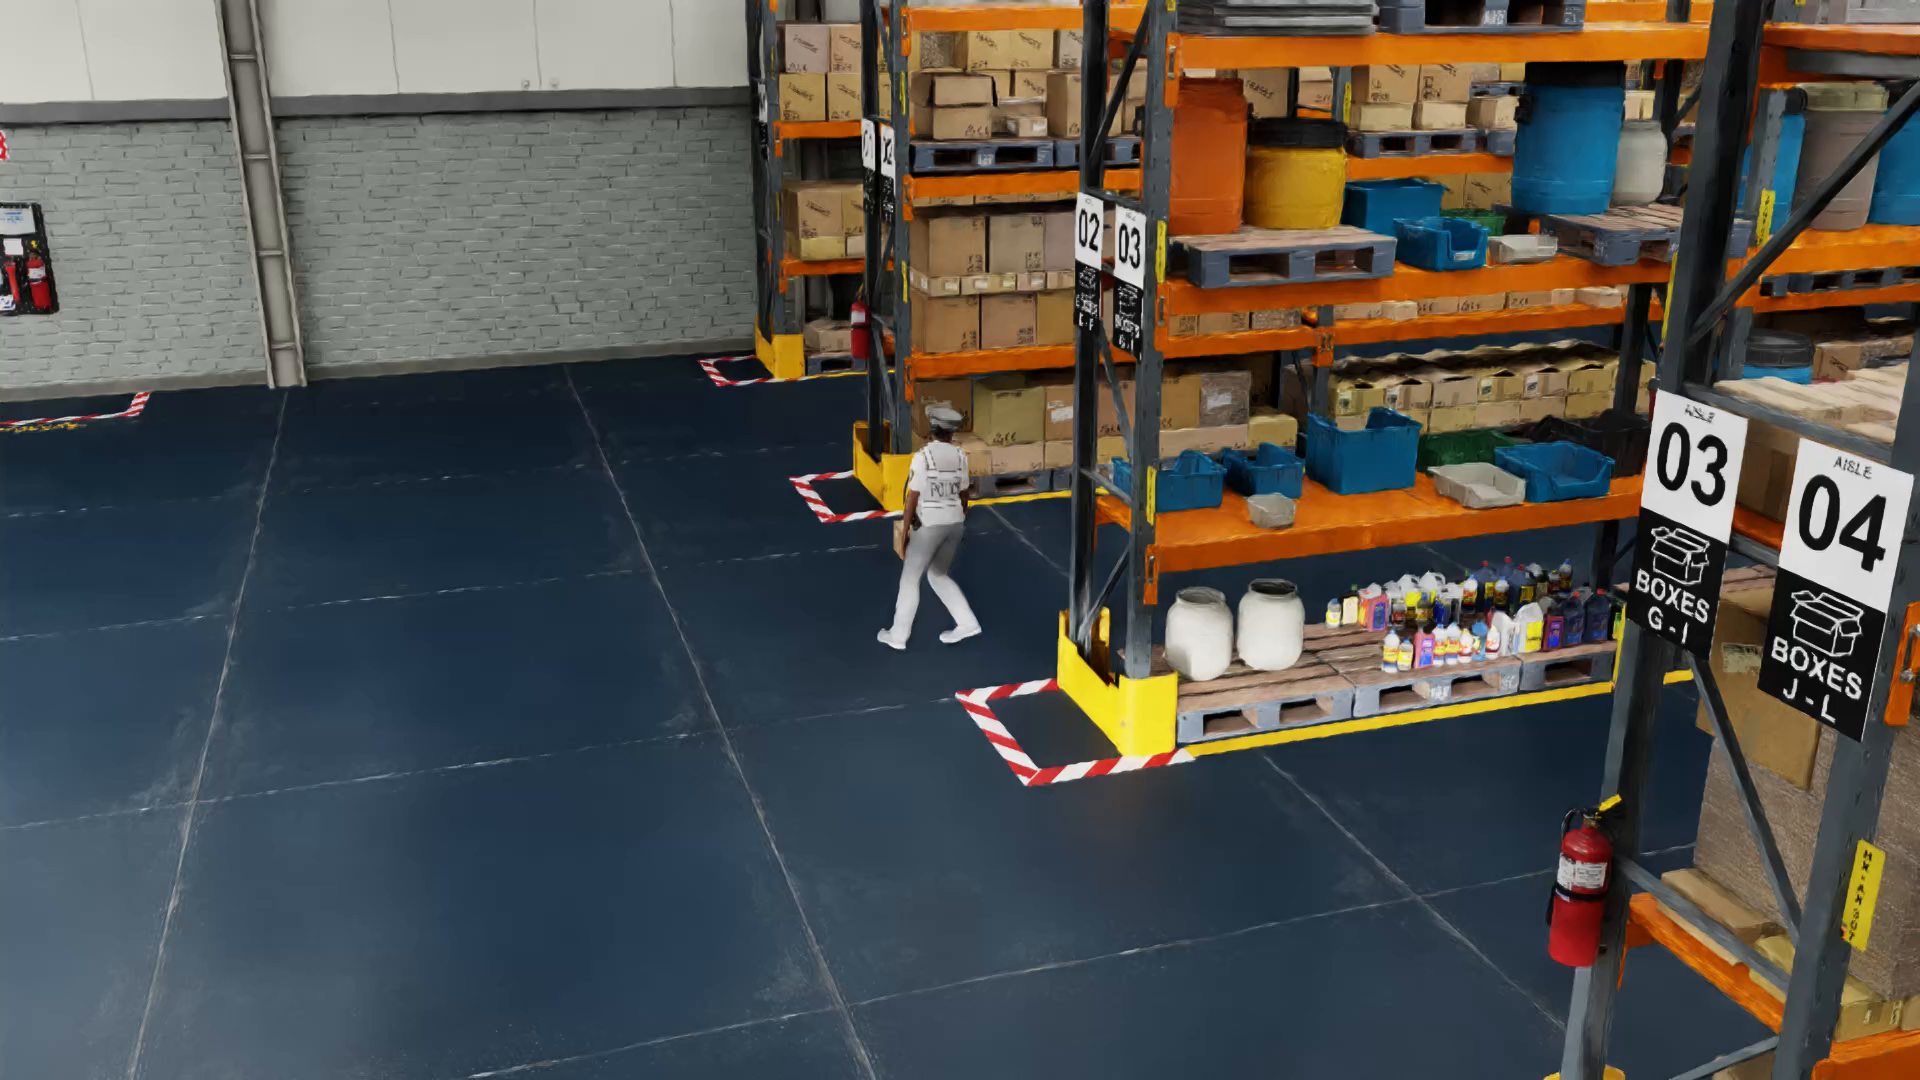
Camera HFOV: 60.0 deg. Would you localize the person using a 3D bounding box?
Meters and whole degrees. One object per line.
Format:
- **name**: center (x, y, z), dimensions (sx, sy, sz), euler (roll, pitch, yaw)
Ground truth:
- **person**: center (-0.203, -0.067, 11.289), dimensions (0.595, 1.611, 0.603), euler (17, 26, 40)
